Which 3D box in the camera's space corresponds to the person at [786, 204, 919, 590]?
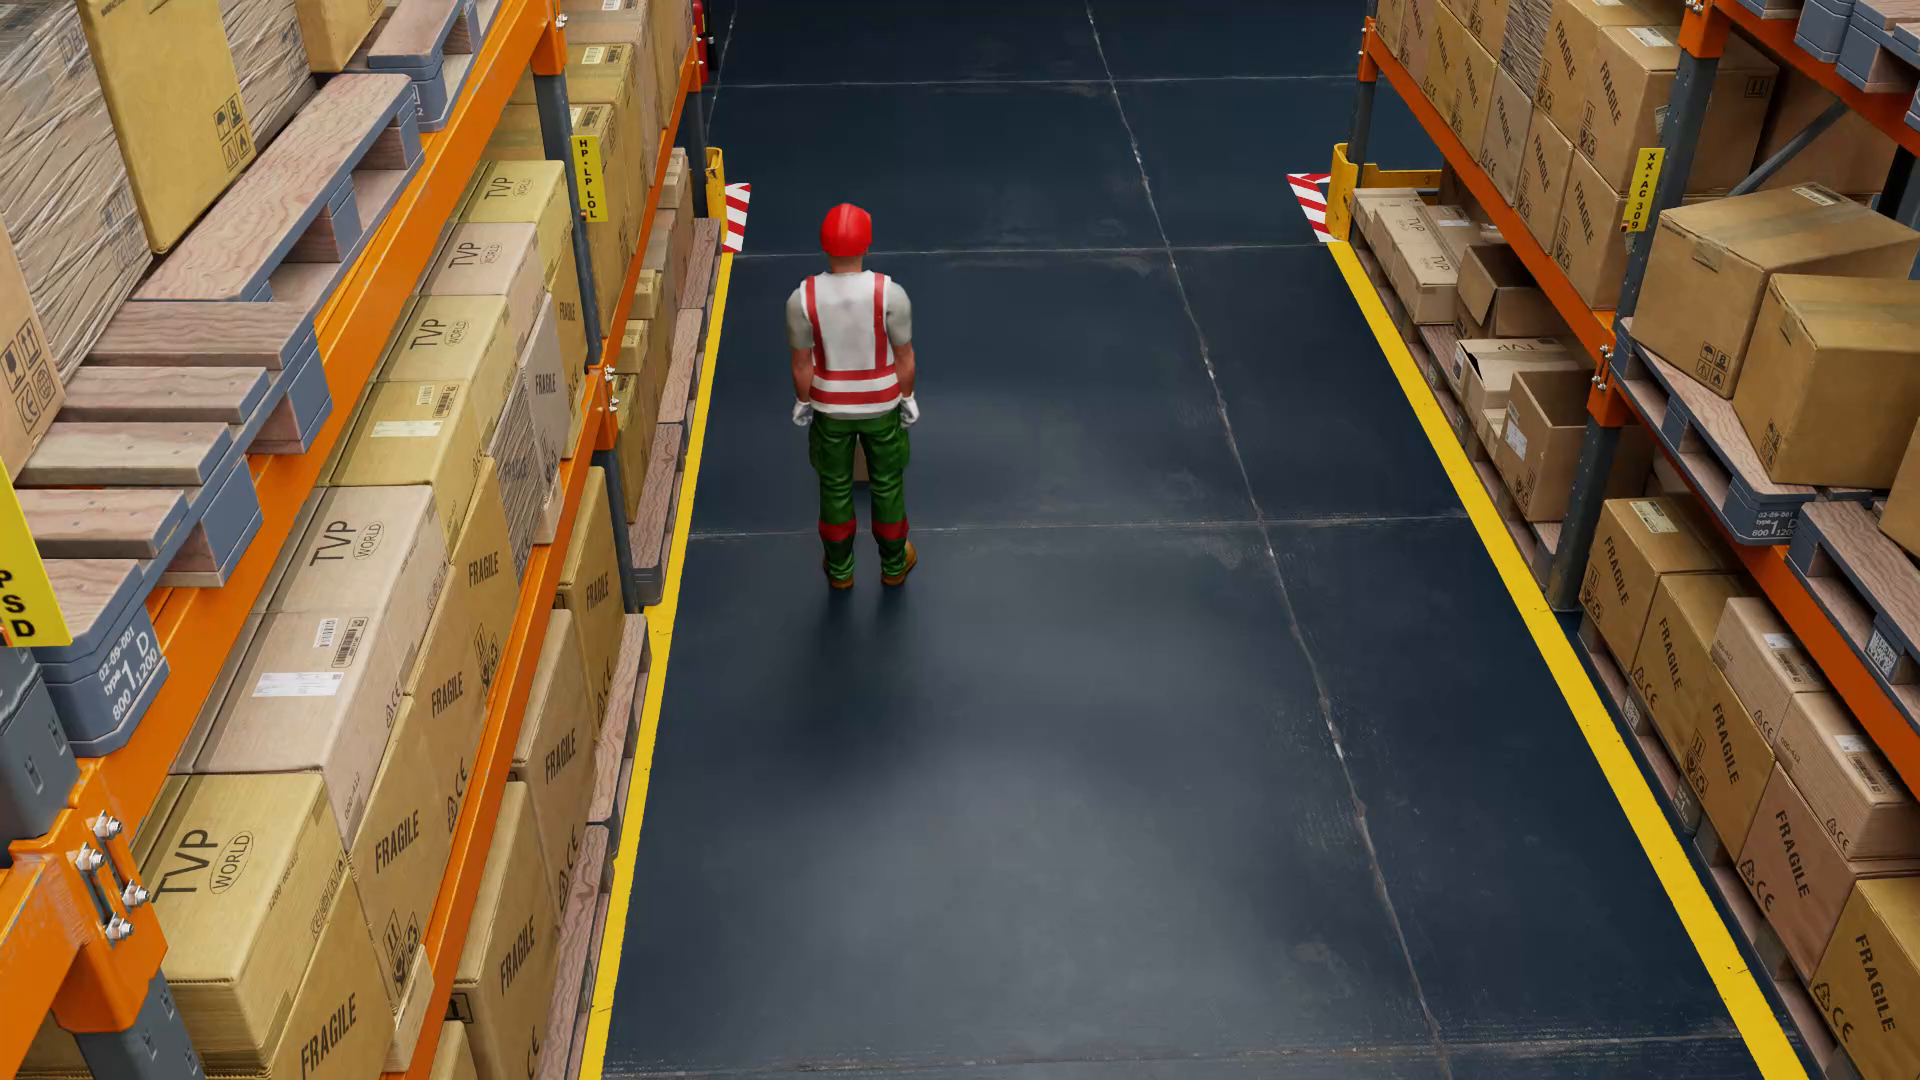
[{"bbox_3d":[-0.438,-0.581,6.953,0.535,1.794,0.374,-1,35,-2],"label":"person"}]
